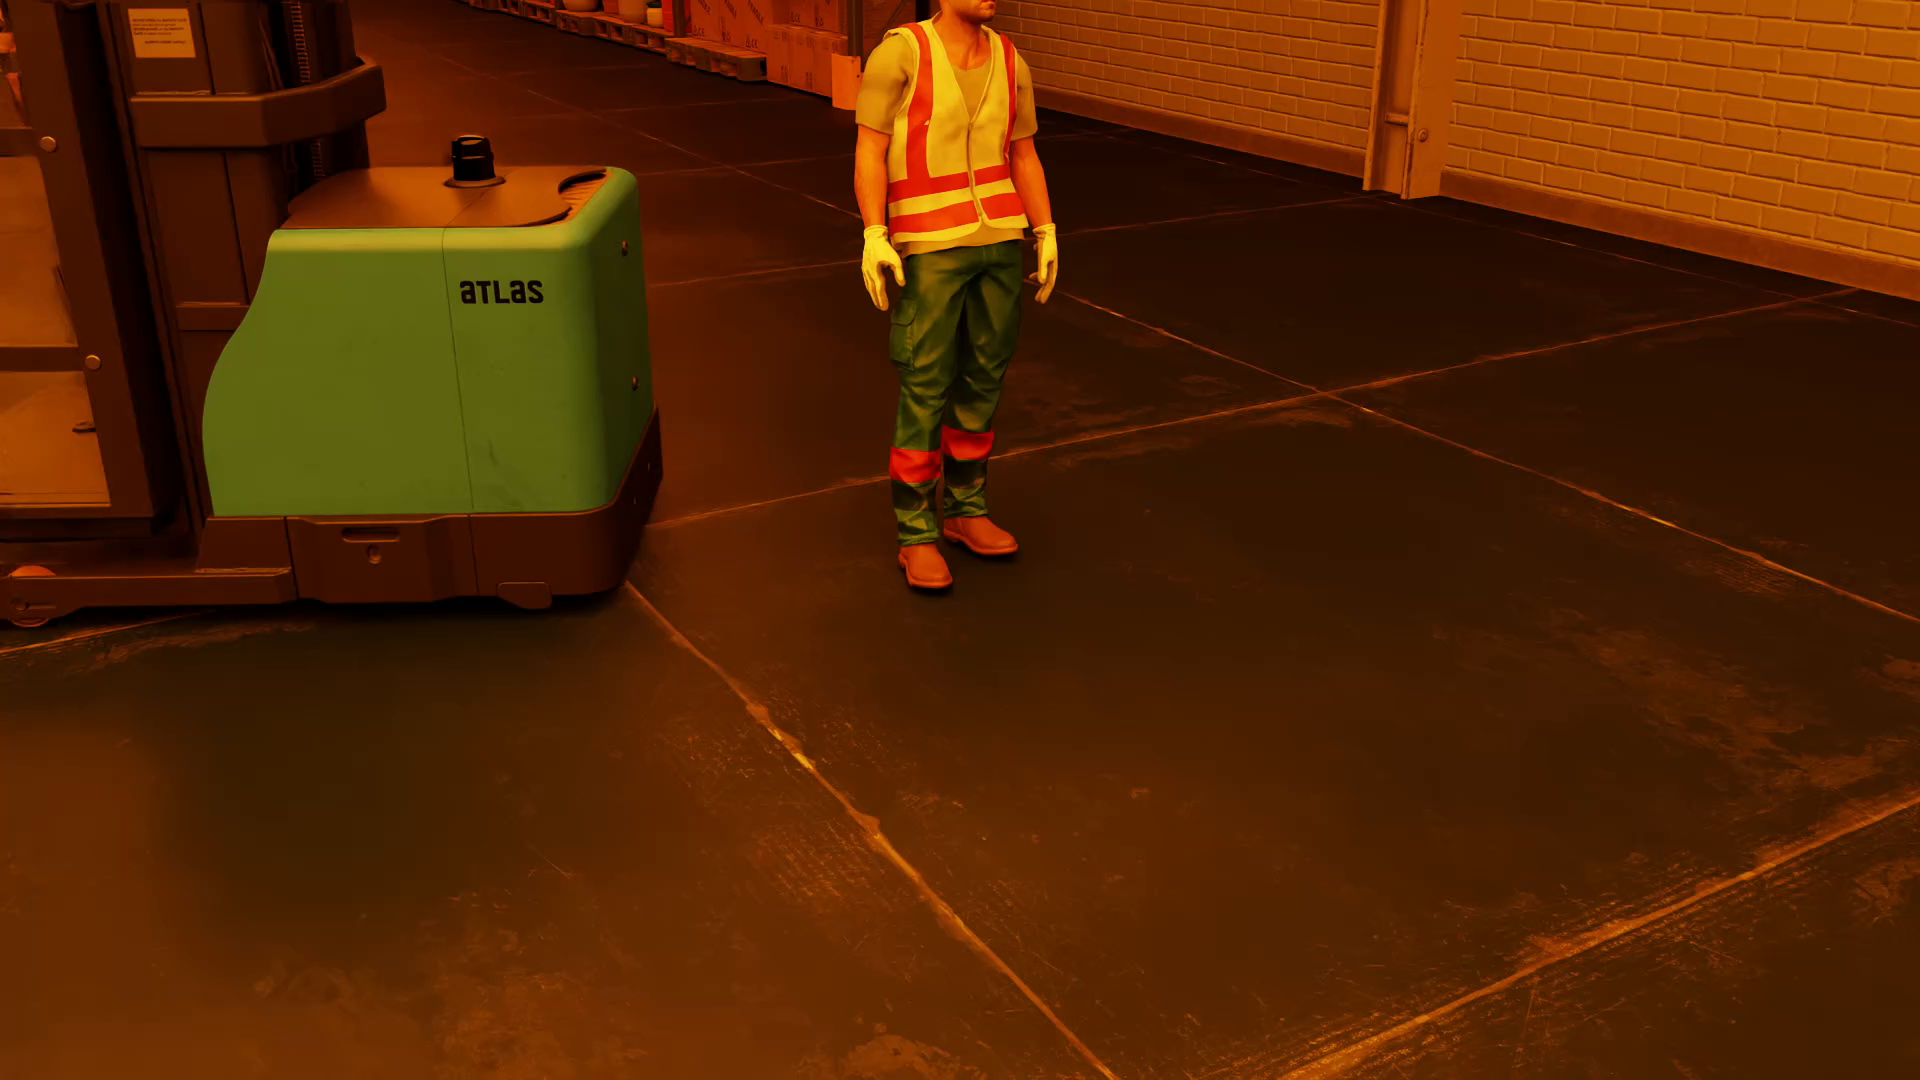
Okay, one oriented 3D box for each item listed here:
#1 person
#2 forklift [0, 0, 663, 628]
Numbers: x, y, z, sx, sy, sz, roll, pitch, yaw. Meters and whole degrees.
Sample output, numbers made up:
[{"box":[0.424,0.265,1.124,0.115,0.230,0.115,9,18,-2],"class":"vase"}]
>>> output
[{"box":[0.029,-0.806,4.722,0.637,1.787,0.564,-12,25,-28],"class":"person"},{"box":[-2.474,-1.319,4.487,3.031,2.935,1.130,-1,22,-2],"class":"forklift"}]
